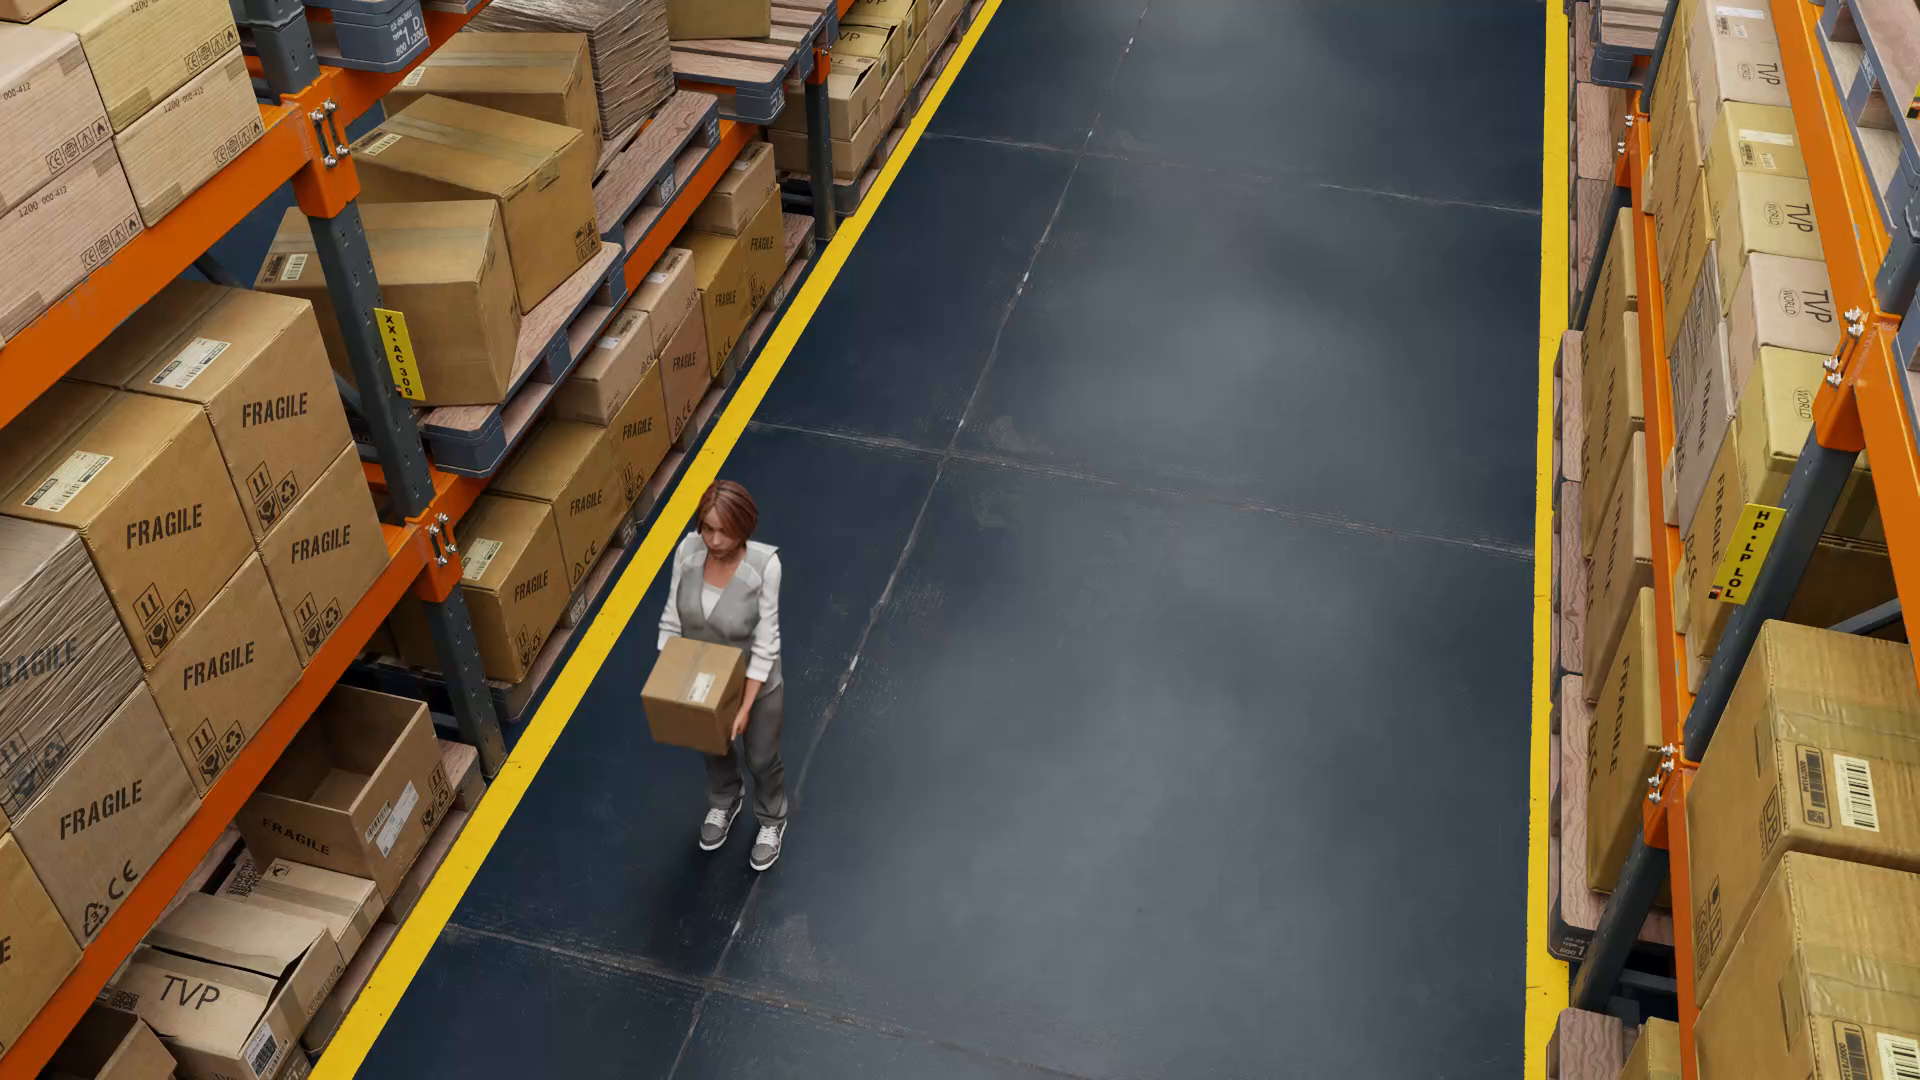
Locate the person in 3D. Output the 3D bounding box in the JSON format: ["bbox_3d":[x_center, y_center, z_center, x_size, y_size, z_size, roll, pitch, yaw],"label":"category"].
[{"bbox_3d":[-0.789,0.516,5.588,0.408,1.589,0.493,10,43,11],"label":"person"}]
